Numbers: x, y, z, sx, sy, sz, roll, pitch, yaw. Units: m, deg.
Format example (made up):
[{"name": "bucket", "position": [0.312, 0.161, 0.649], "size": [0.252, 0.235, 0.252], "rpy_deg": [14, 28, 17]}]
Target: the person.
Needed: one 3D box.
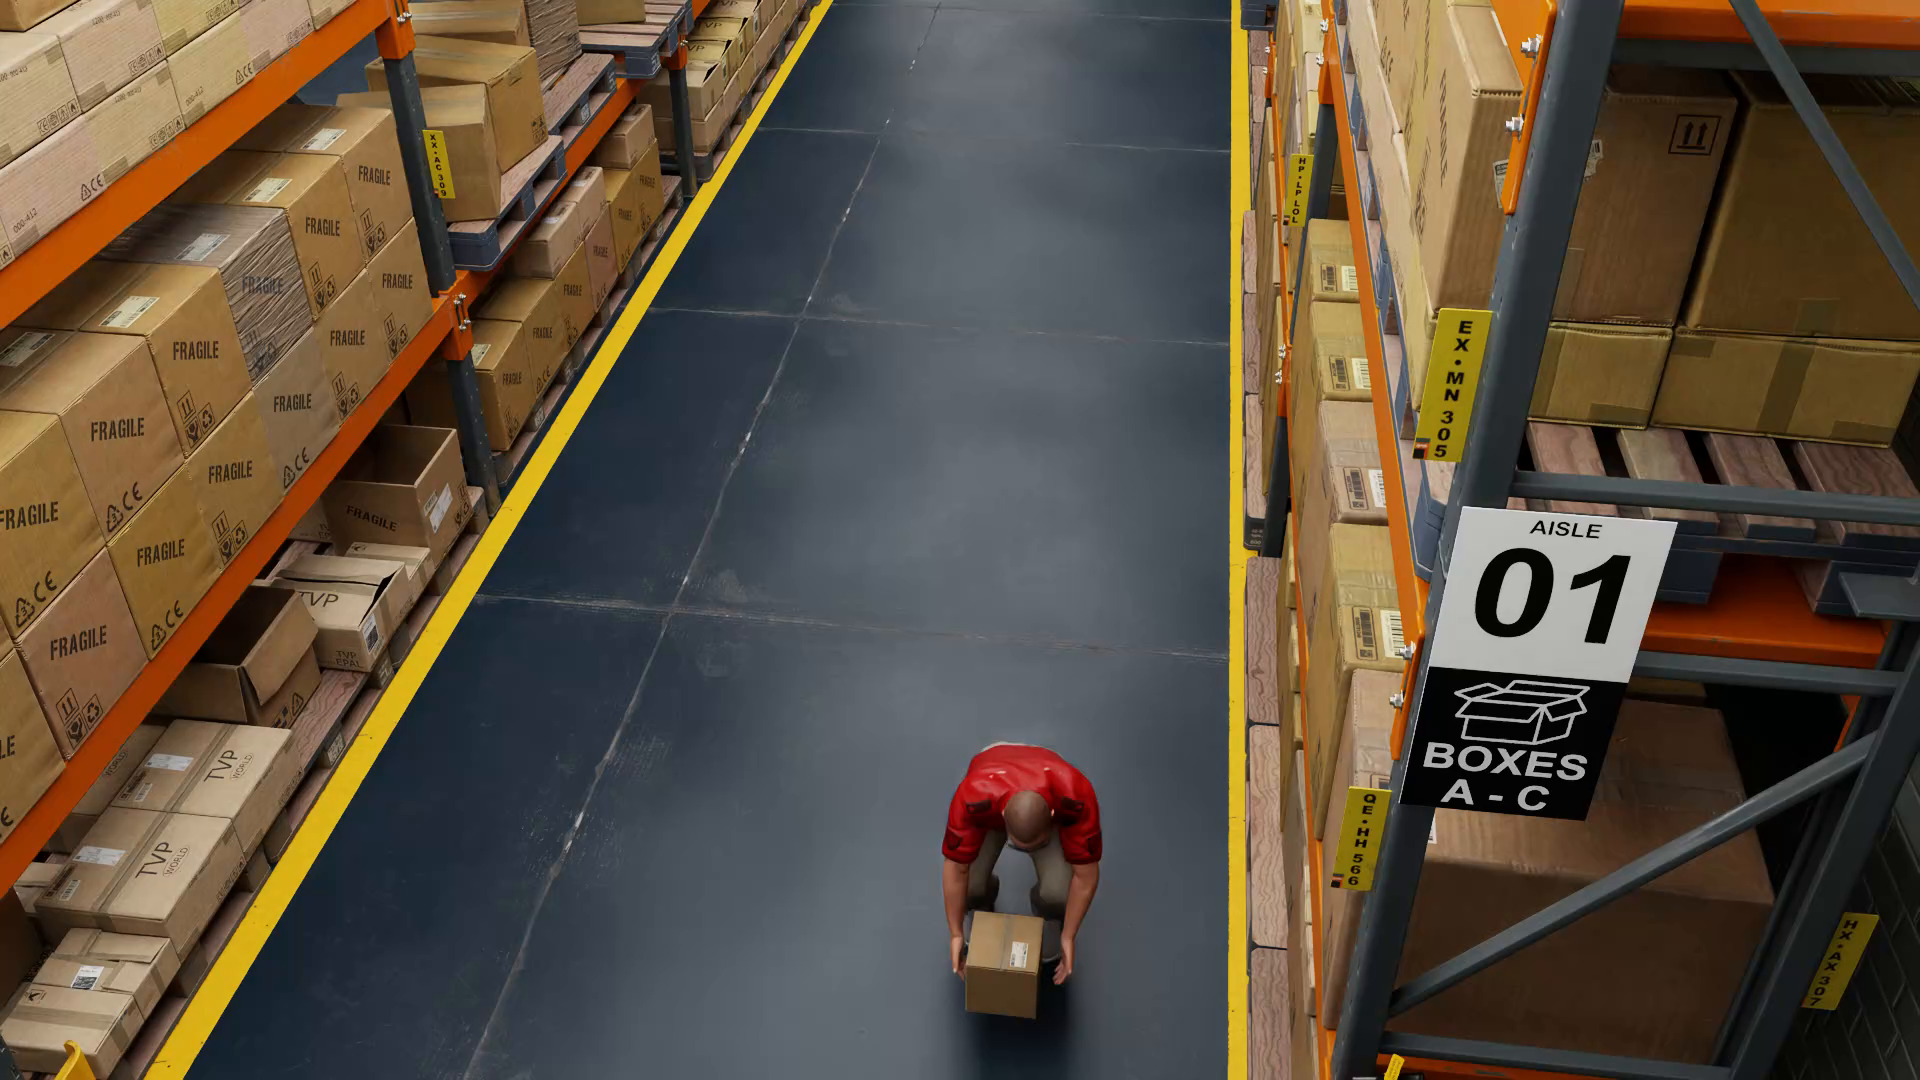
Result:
[{"name": "person", "position": [0.234, 1.111, 6.073], "size": [0.574, 1.085, 0.843], "rpy_deg": [4, 36, 6]}]
